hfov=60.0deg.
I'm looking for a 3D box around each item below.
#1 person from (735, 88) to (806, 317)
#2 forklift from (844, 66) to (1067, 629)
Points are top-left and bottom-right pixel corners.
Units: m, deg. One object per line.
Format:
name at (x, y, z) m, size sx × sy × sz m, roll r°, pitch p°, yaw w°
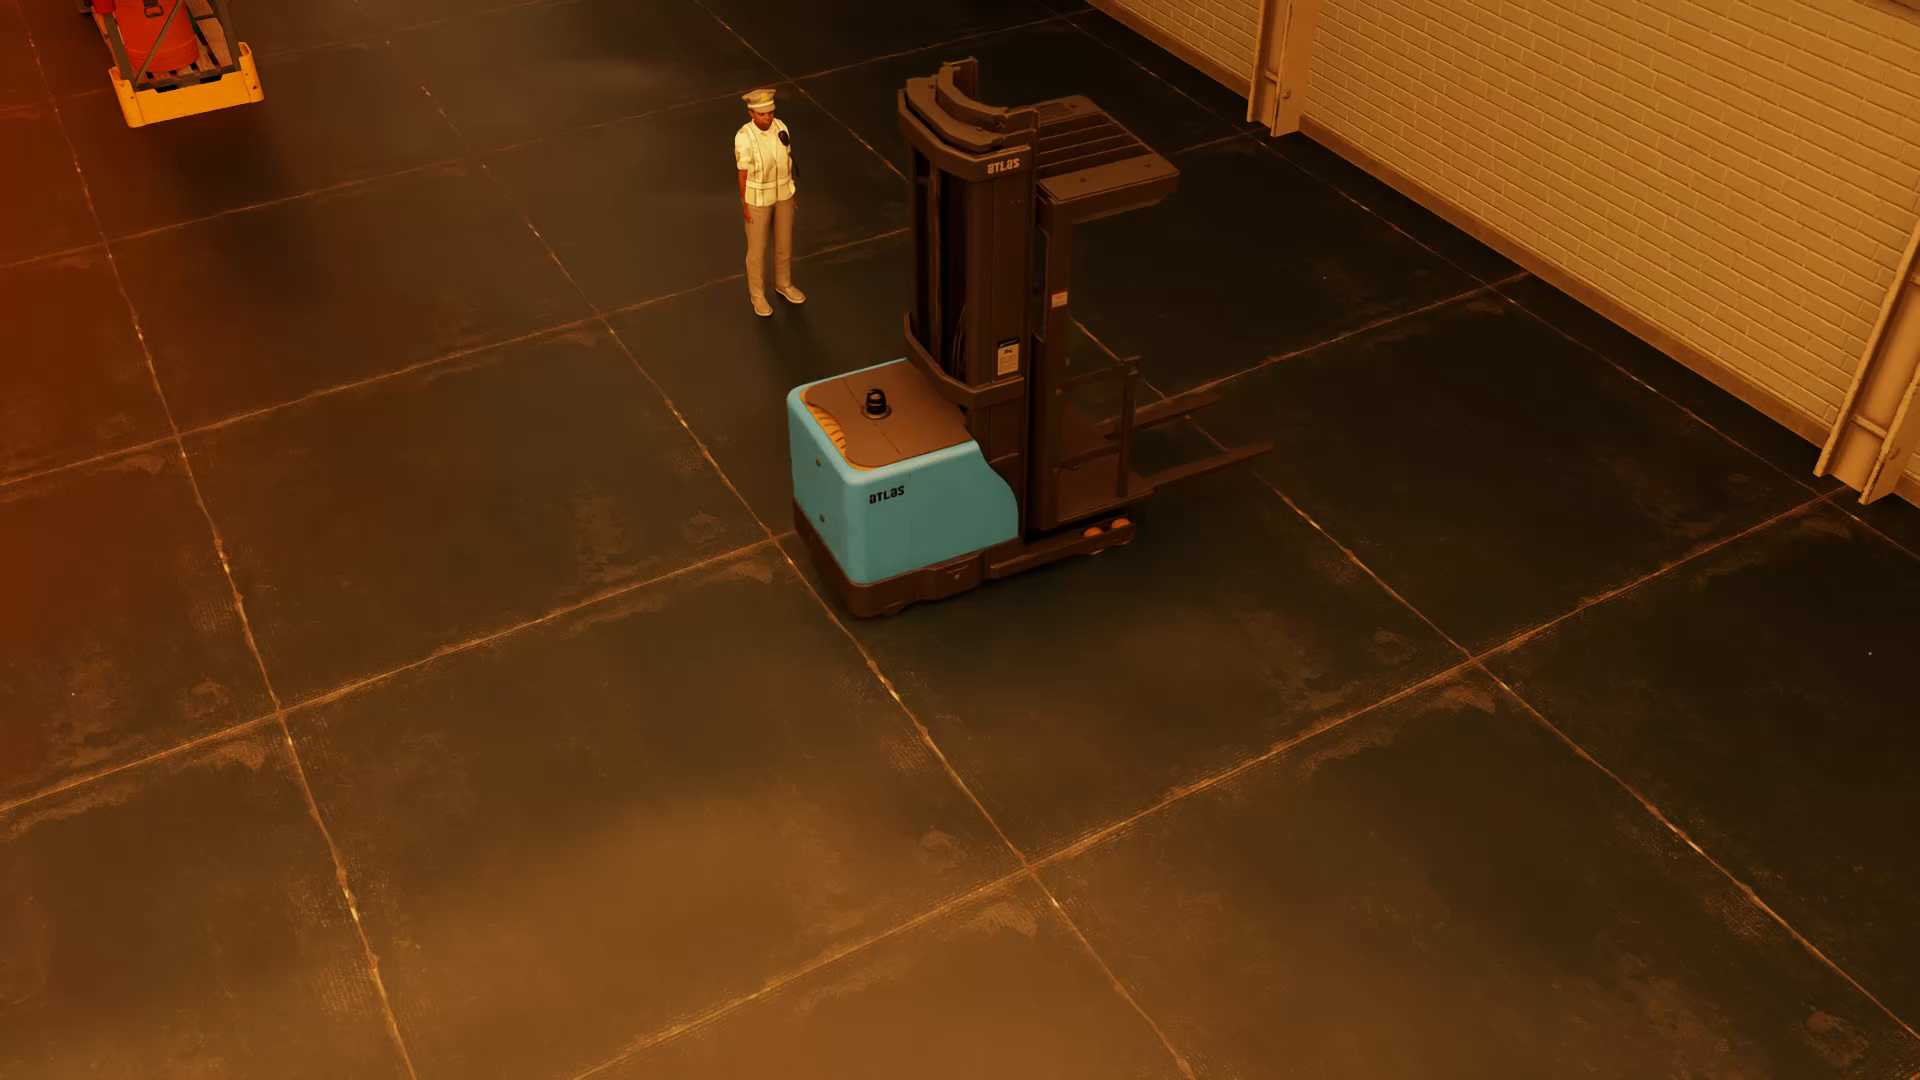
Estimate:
person at (-1.380, -2.454, 11.969) m, size 0.449 × 1.694 × 0.345 m, roll -26°, pitch 46°, yaw -28°
forklift at (0.028, -1.549, 9.904) m, size 1.130 × 2.935 × 3.031 m, roll 4°, pitch 40°, yaw 5°
